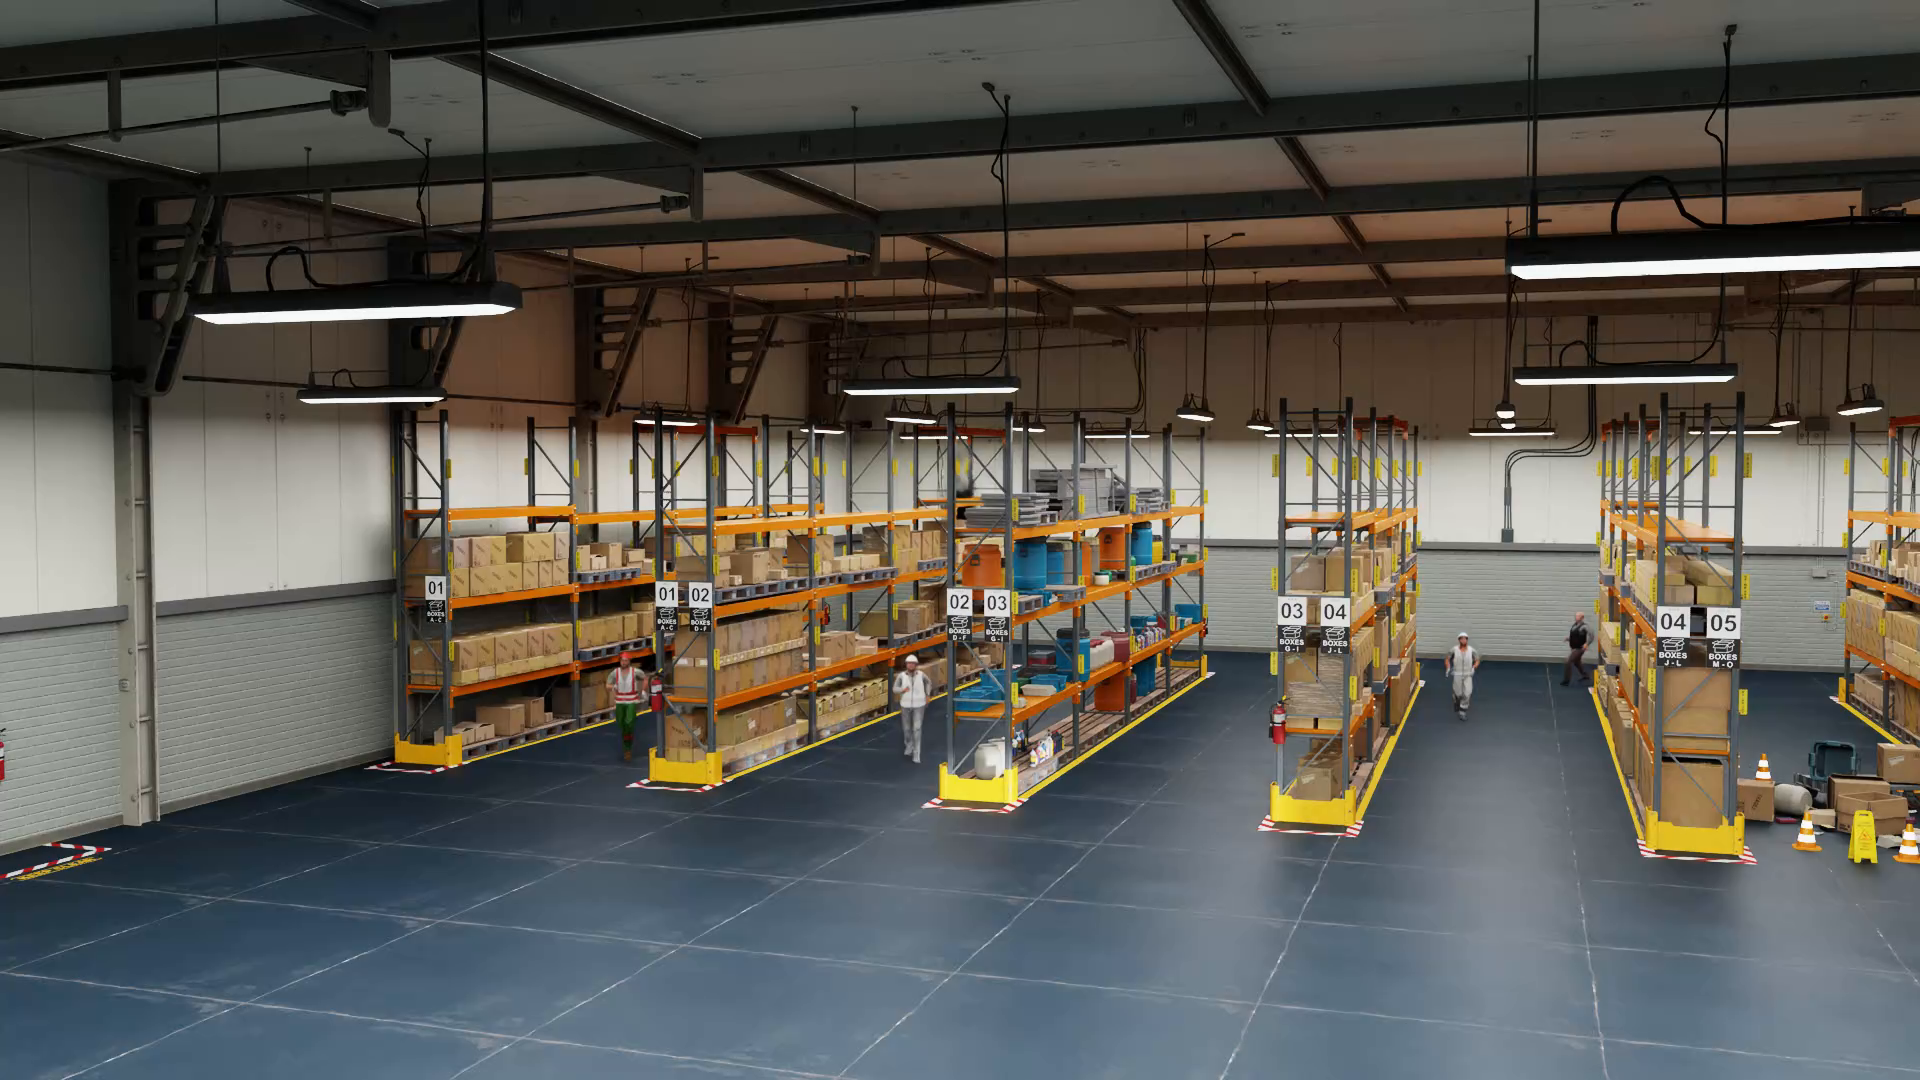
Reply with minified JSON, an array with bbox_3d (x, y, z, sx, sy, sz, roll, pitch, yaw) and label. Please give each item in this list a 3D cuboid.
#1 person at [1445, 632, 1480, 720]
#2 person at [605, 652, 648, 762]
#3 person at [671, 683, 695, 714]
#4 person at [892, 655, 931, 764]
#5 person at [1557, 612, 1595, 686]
[{"bbox_3d":[10.034,2.713,33.192,0.662,1.738,0.599,1,3,13],"label":"person"},{"bbox_3d":[-5.790,2.858,28.813,0.662,1.846,0.837,0,2,3],"label":"person"},{"bbox_3d":[-4.959,2.878,30.013,0.588,1.666,0.805,1,3,15],"label":"person"},{"bbox_3d":[-0.831,2.878,28.592,0.658,1.829,0.828,0,2,1],"label":"person"},{"bbox_3d":[14.190,2.516,38.233,0.840,1.739,0.733,0,2,-3],"label":"person"}]
